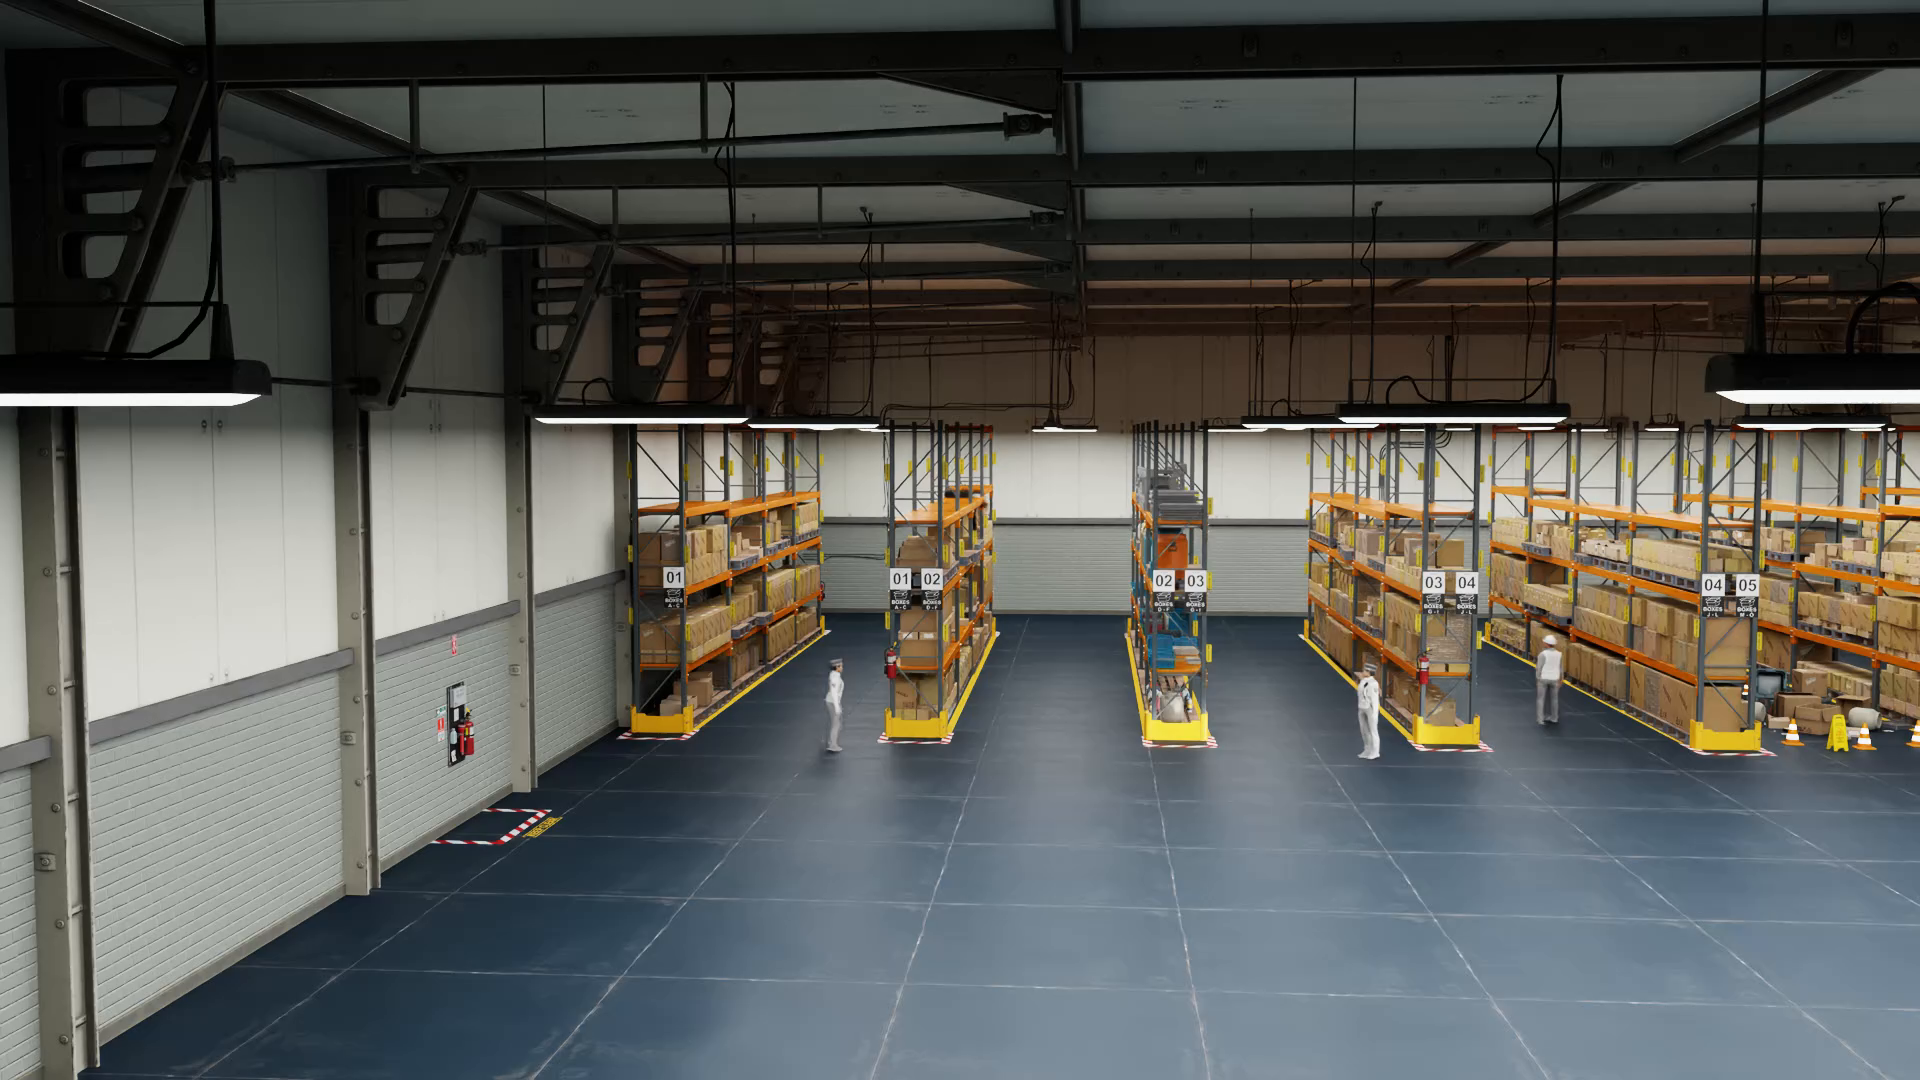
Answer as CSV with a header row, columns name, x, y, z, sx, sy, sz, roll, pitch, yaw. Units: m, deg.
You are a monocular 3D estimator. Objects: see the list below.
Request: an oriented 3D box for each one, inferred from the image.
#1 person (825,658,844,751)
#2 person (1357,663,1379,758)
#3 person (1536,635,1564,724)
name,x,y,z,sx,sy,sz,roll,pitch,yaw
person,-2.281,3.013,30.215,0.345,1.736,0.572,0,4,-4
person,7.227,3.029,29.418,0.392,1.721,0.578,-2,4,-24
person,11.705,2.757,33.009,0.525,1.772,0.574,1,4,14
